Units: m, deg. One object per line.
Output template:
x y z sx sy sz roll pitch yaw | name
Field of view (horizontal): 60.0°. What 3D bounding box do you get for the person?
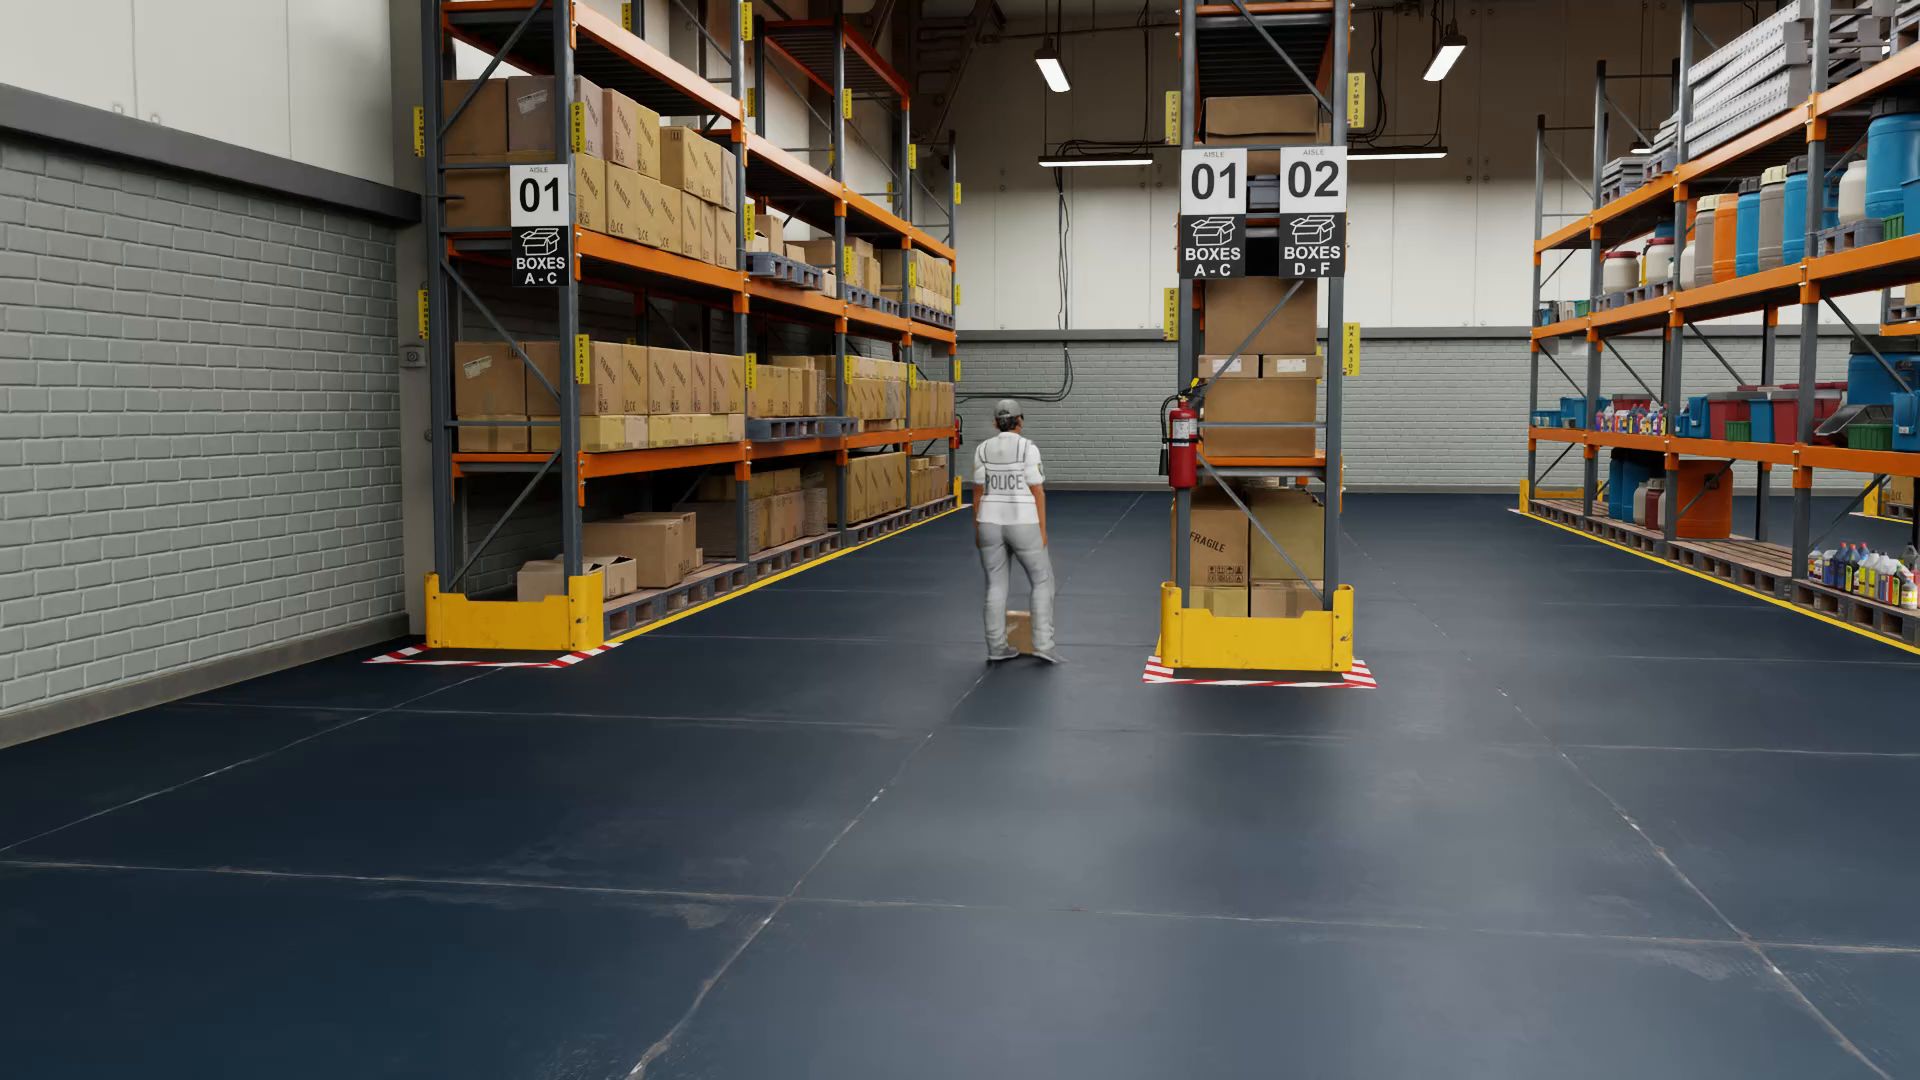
0.372 -0.035 10.537 0.602 1.715 0.391 2 5 25 | person
